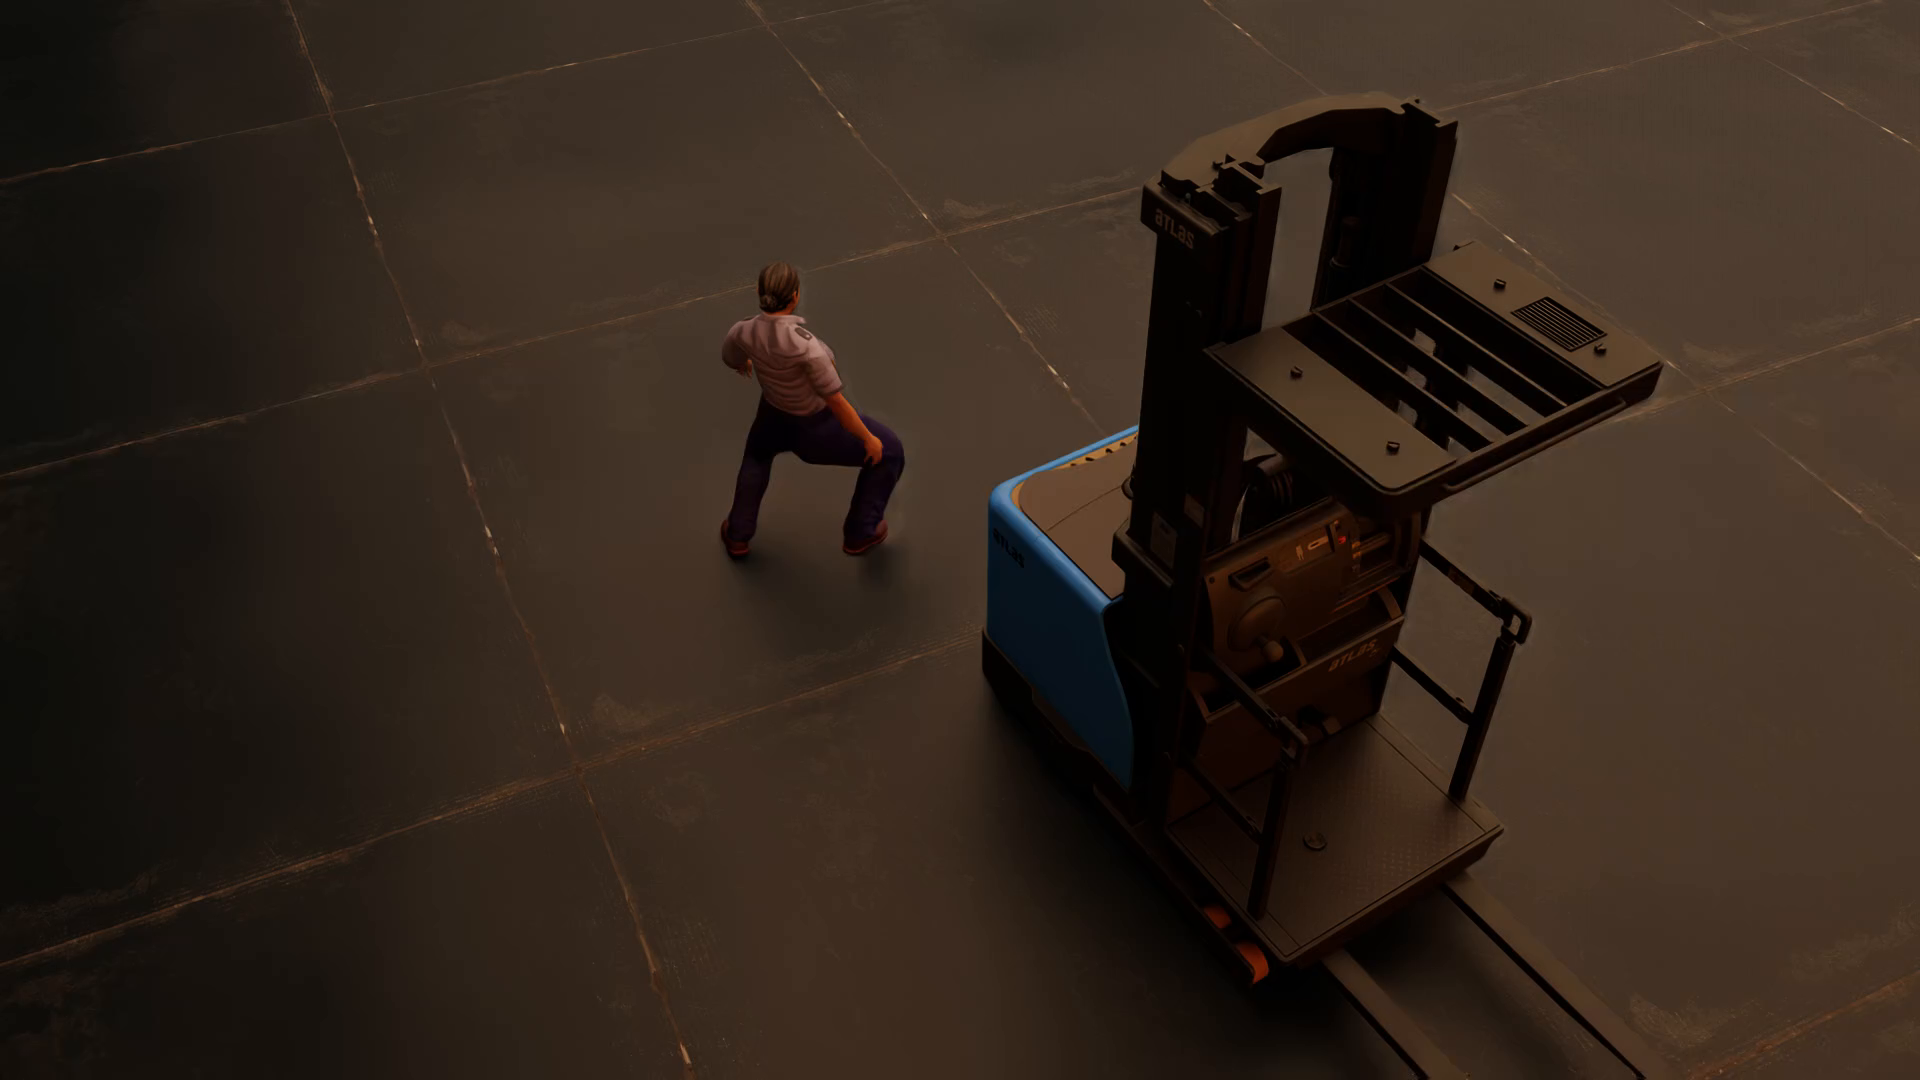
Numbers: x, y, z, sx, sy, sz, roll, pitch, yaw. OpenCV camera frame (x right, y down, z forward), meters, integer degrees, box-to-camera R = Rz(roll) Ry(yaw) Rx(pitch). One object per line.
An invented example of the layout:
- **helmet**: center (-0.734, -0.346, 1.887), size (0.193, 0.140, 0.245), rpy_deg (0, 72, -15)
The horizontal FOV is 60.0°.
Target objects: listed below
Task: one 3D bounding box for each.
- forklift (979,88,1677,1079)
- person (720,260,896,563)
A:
- **forklift**: center (1.302, 0.165, 5.503), size (1.130, 2.935, 3.031), rpy_deg (-24, 48, -23)
- **person**: center (-0.721, -0.548, 7.306), size (0.865, 1.551, 0.589), rpy_deg (27, 49, 26)
